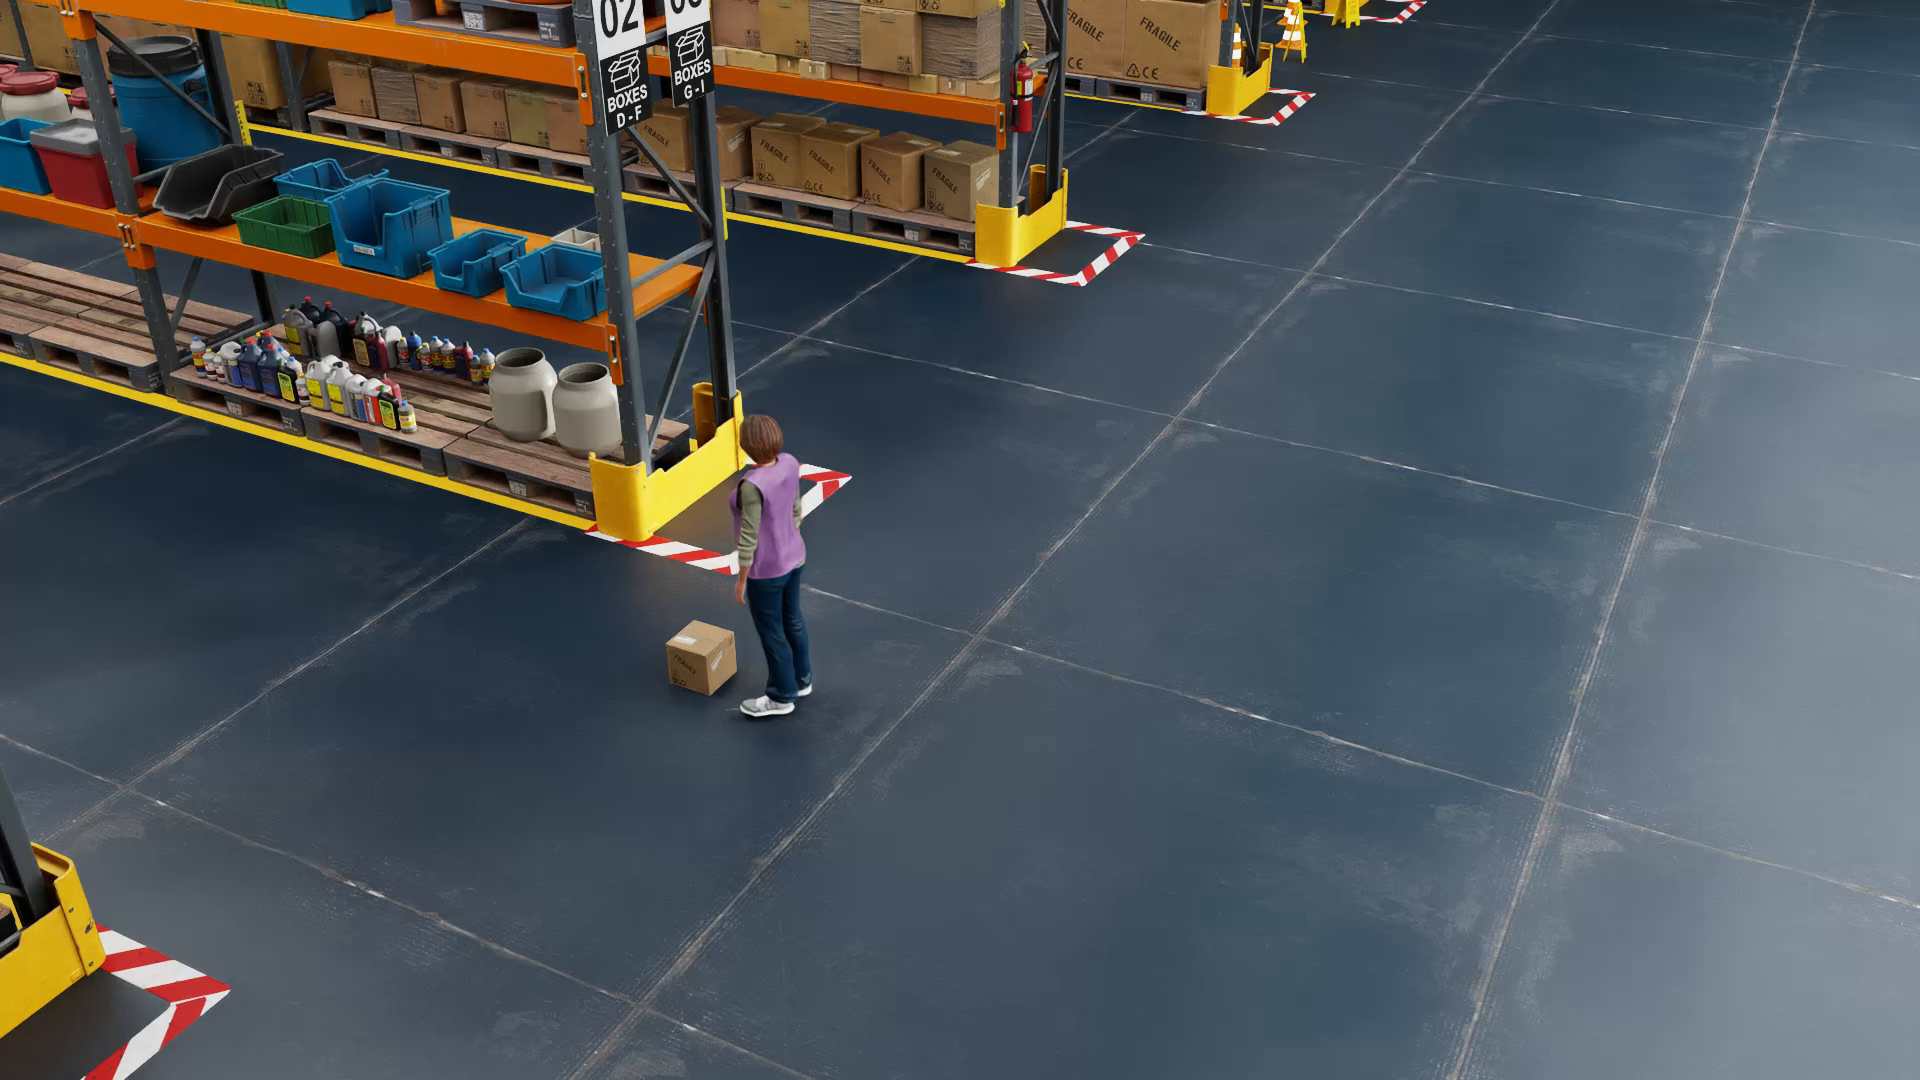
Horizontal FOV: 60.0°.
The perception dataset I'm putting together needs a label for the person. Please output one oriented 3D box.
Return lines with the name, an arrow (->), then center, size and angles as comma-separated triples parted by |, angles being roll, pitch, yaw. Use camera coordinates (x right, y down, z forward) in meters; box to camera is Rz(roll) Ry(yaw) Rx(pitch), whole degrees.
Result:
person -> -0.918, 0.132, 8.035 | 0.313, 1.600, 0.433 | 15, 34, 24
